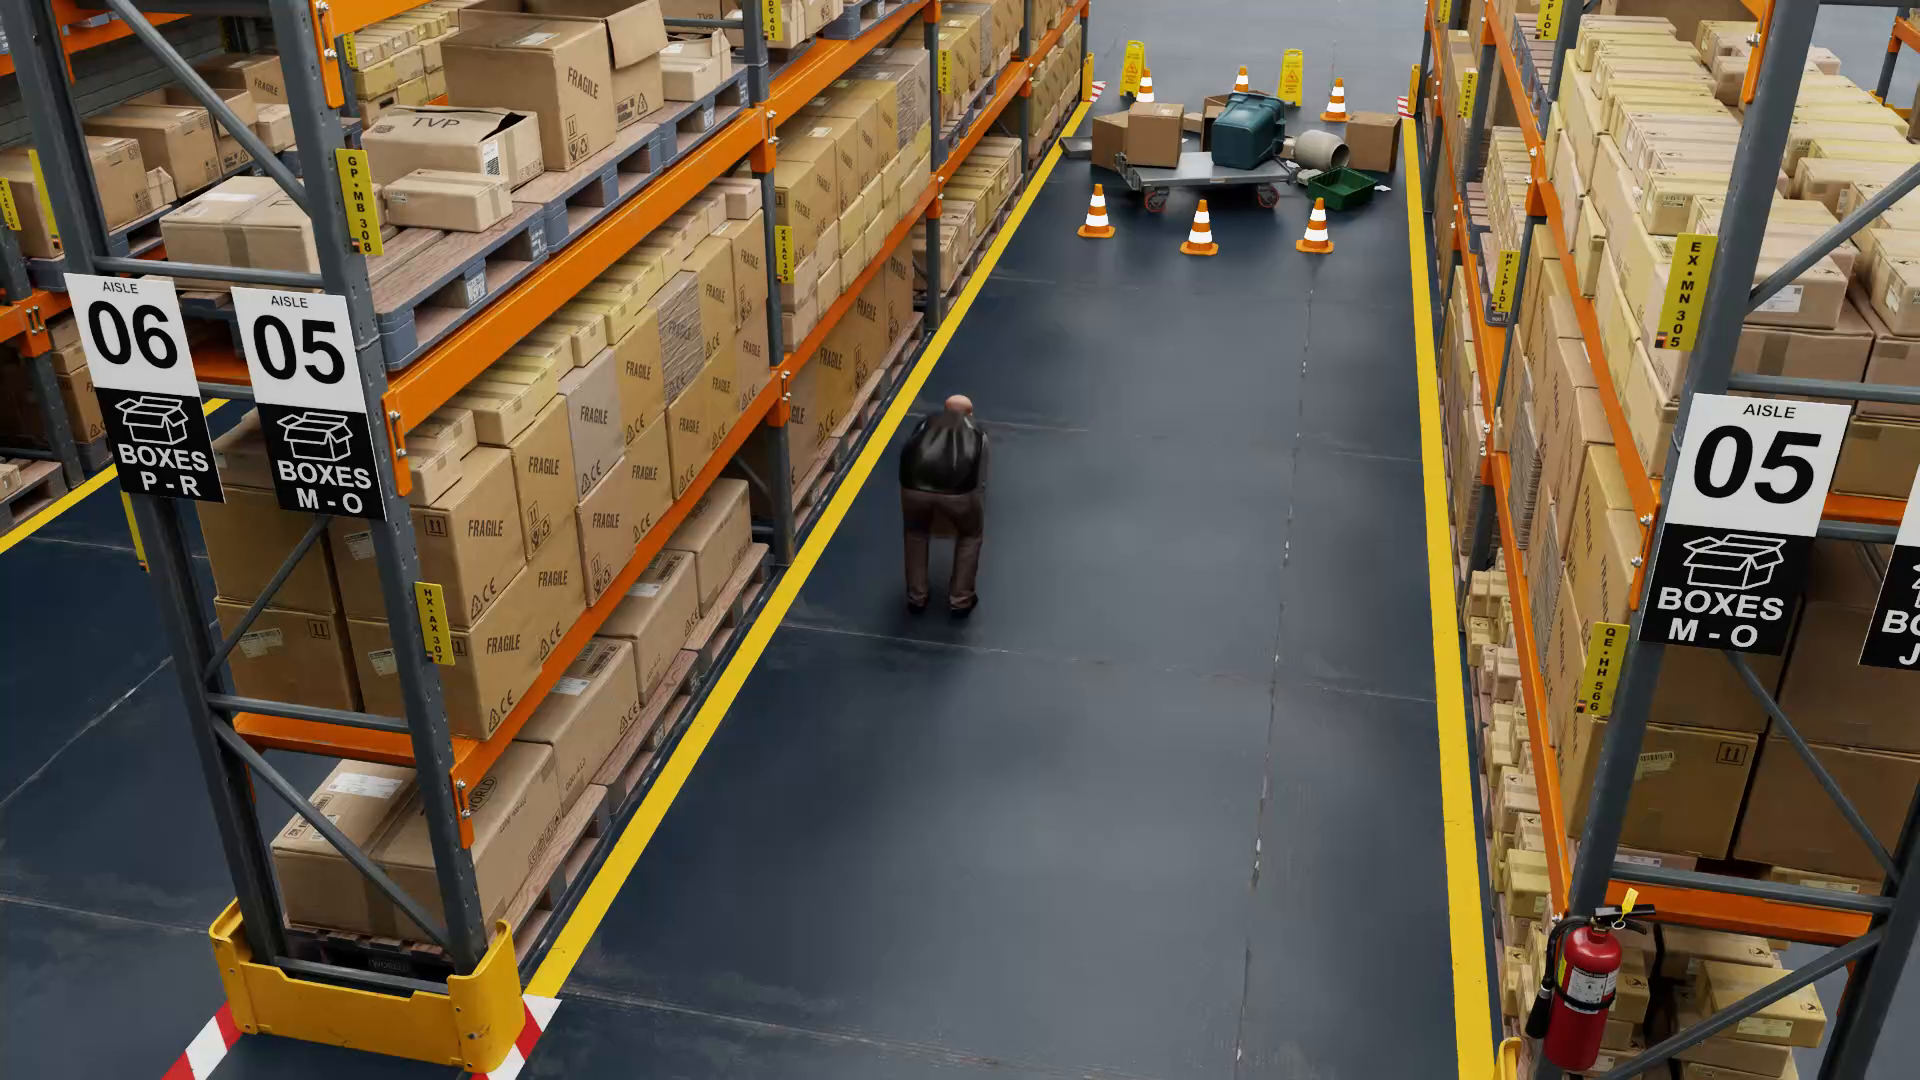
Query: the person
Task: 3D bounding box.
[{"bbox_3d":[-0.072,-0.222,9.659,0.466,1.145,0.955,5,29,9],"label":"person"}]
